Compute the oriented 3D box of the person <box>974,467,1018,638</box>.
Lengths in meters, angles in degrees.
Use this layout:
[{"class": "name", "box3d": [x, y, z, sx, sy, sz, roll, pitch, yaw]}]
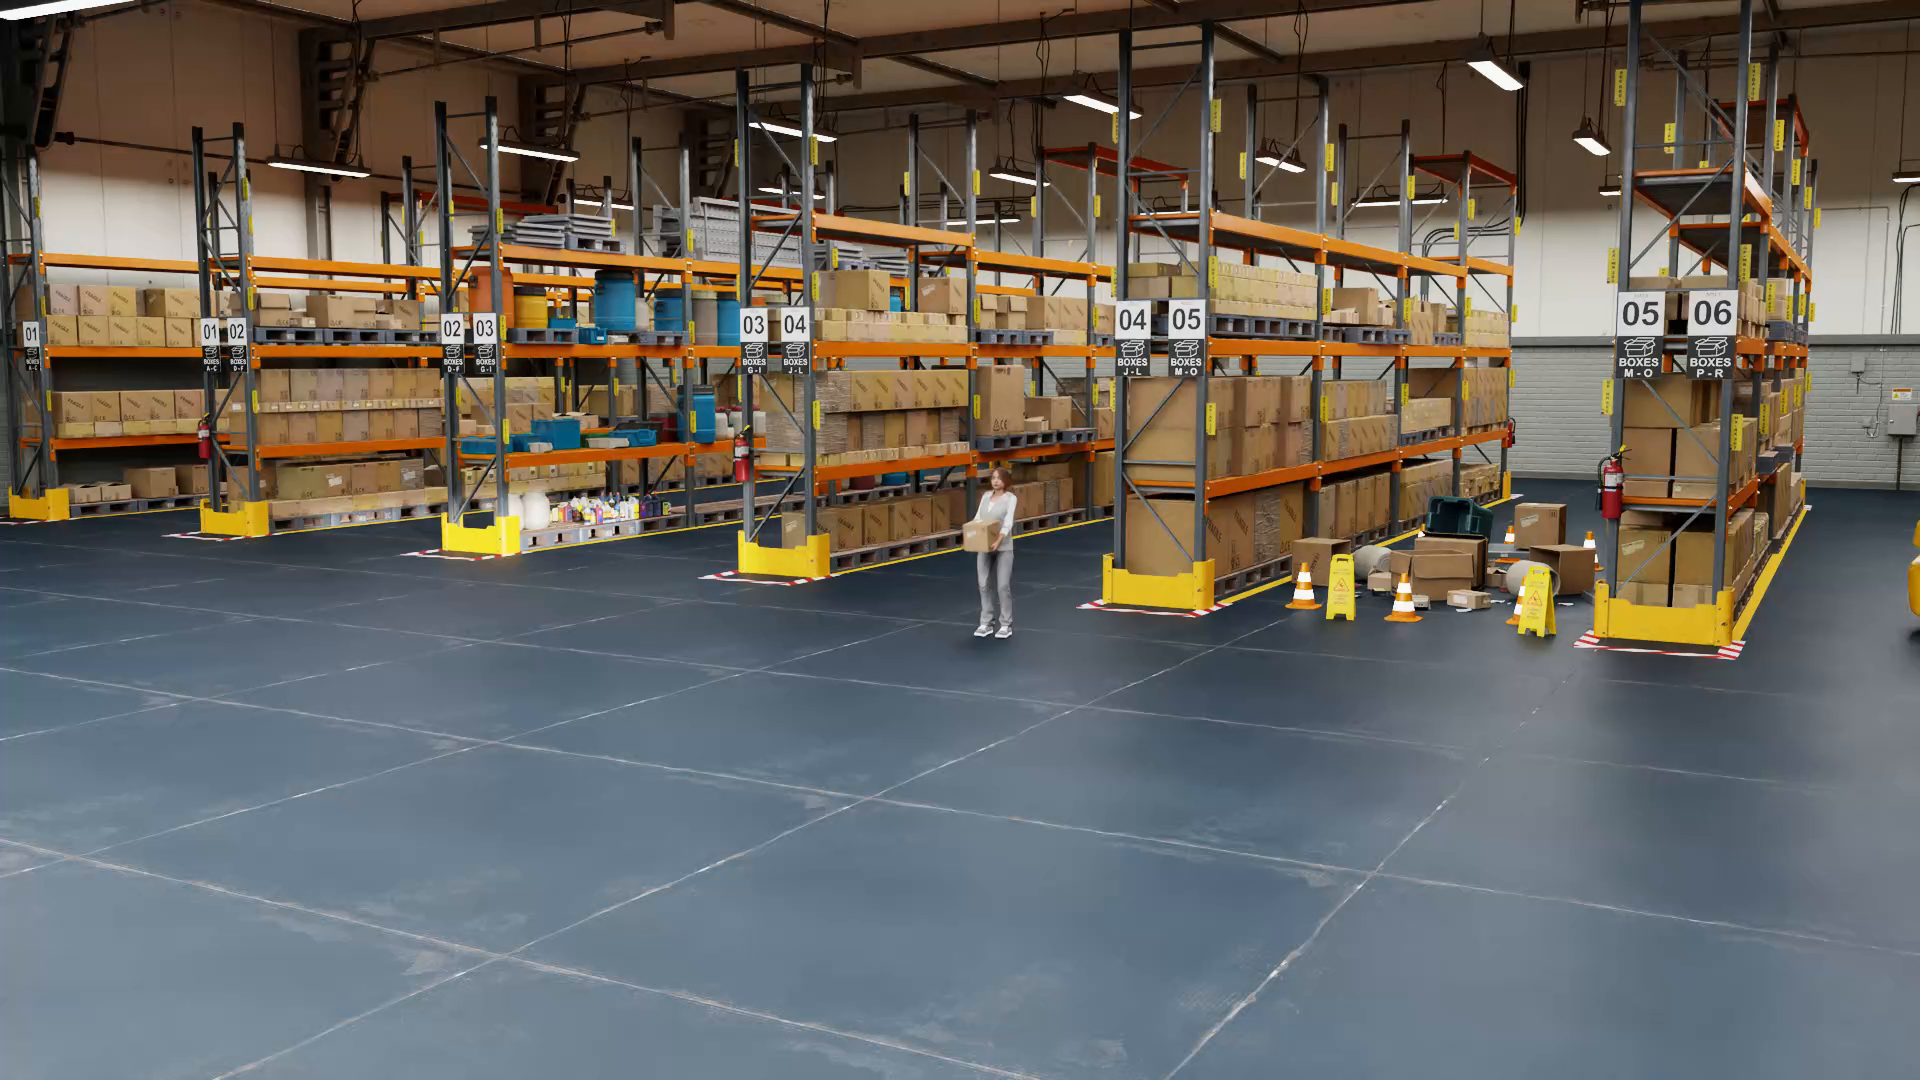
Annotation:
[{"class": "person", "box3d": [0.295, 0.118, 15.492, 0.406, 1.588, 0.497, 3, 7, 29]}]
